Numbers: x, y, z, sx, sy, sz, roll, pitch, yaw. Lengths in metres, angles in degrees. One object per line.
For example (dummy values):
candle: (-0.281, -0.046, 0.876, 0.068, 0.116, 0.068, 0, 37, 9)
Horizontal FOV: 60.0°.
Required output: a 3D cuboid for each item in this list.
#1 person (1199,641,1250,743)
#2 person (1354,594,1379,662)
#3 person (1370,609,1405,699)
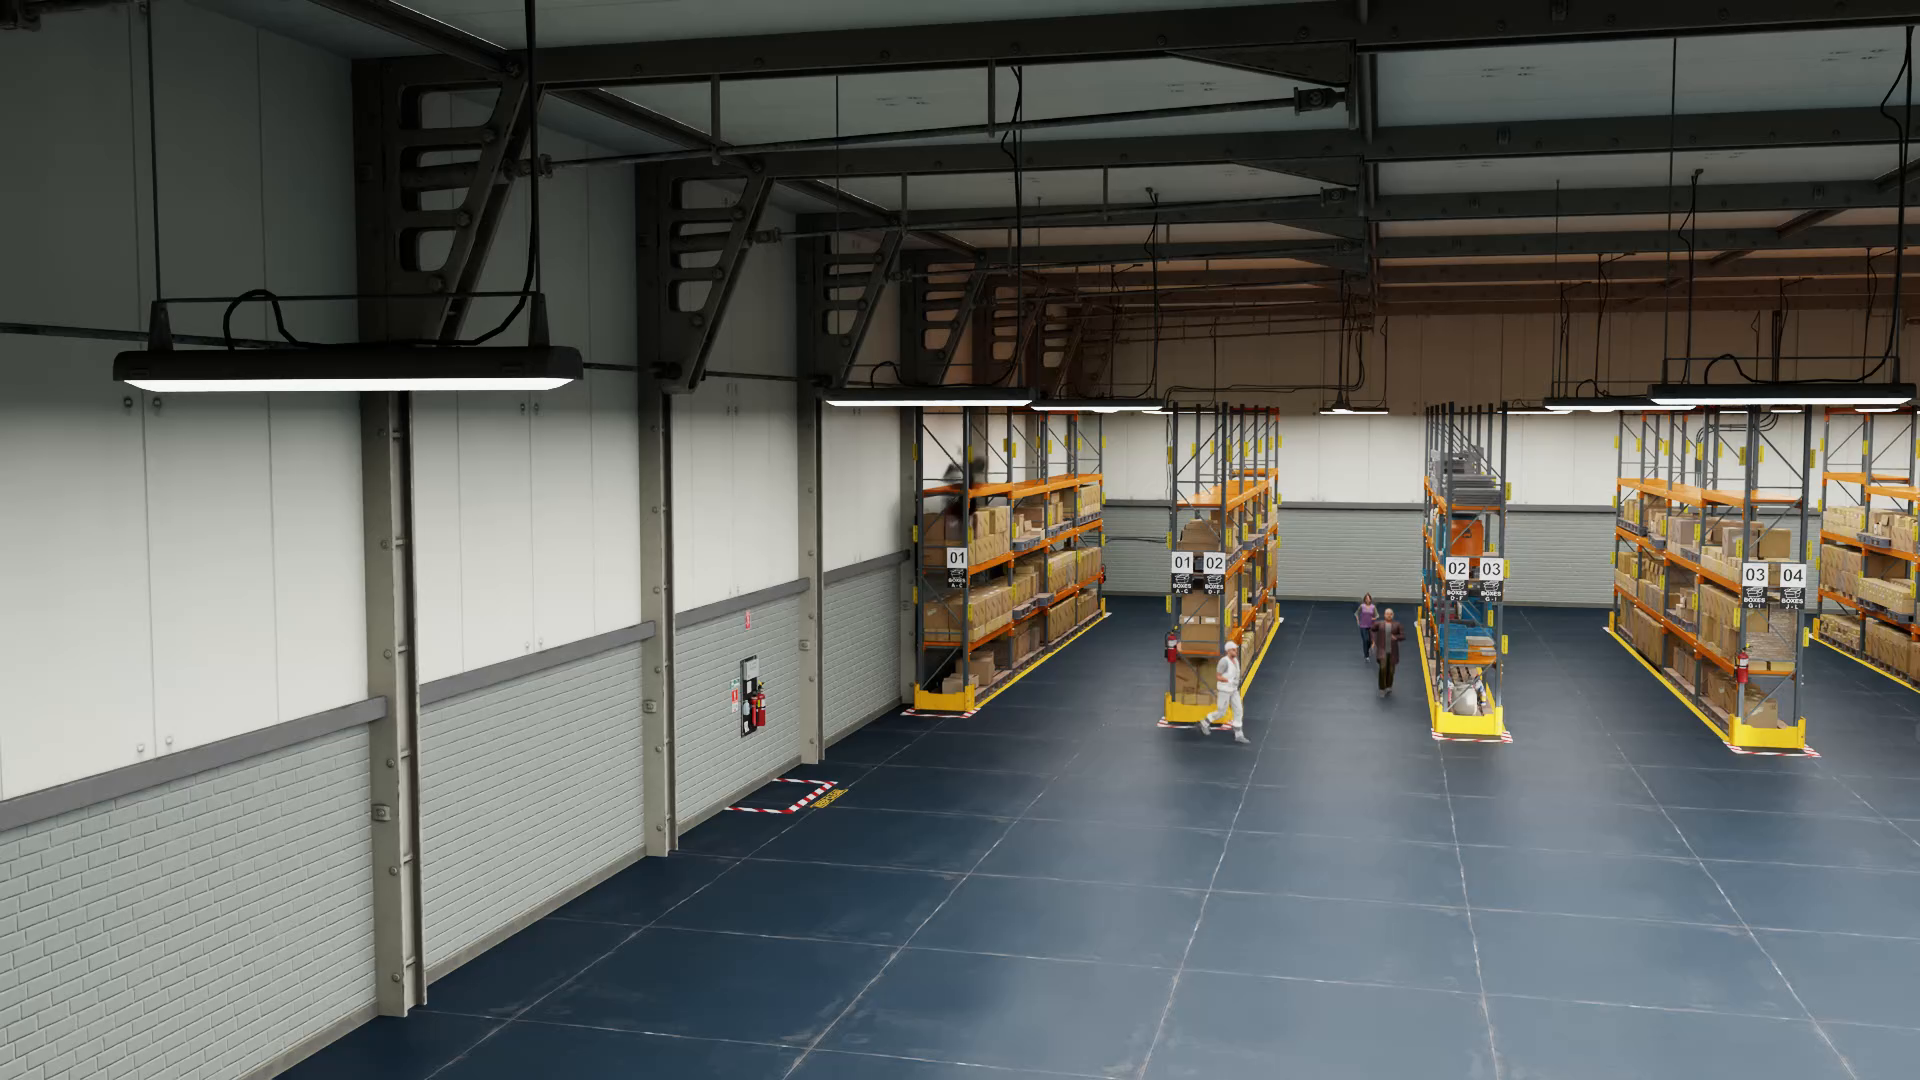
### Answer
person: (4.681, 2.655, 29.266, 1.006, 1.769, 0.635, 4, 6, 45)
person: (9.552, 2.054, 39.042, 0.548, 1.565, 0.792, 0, 4, 6)
person: (8.754, 2.324, 34.065, 0.656, 1.842, 0.799, 0, 4, 7)
